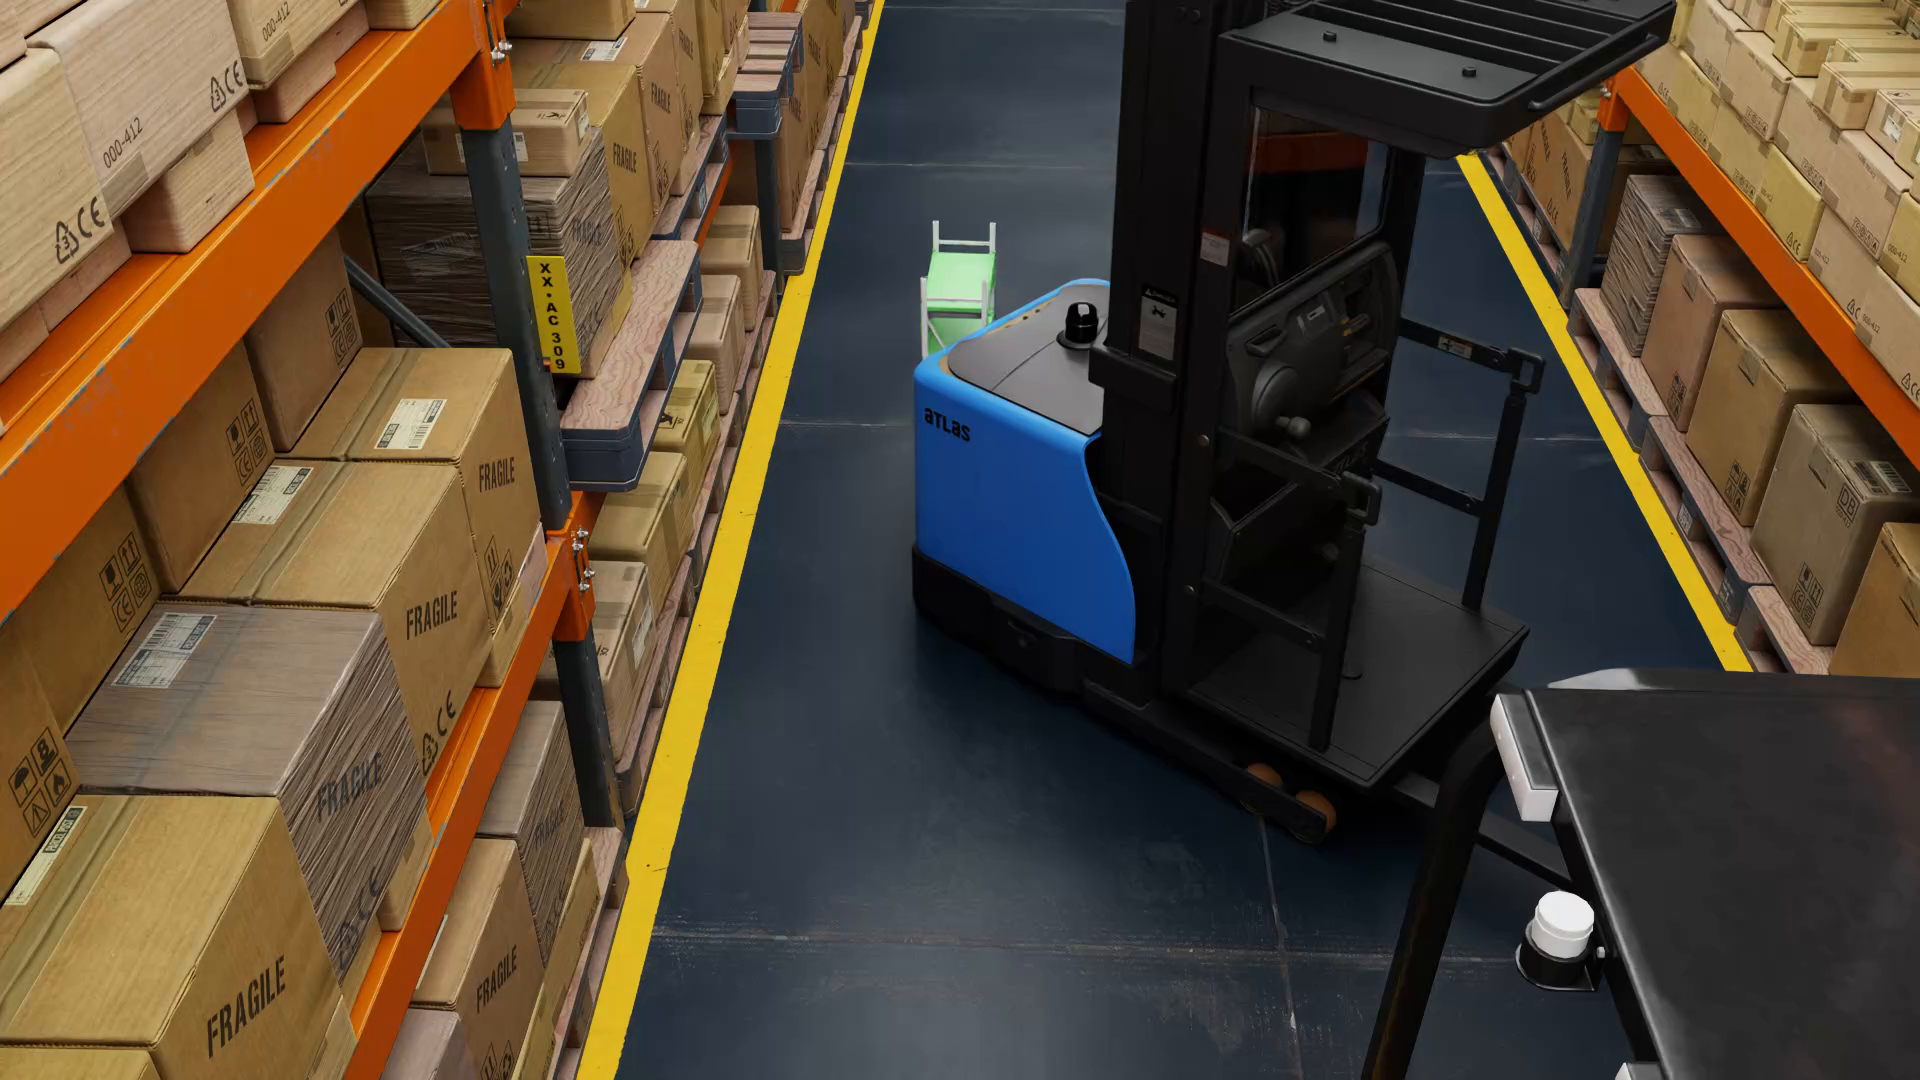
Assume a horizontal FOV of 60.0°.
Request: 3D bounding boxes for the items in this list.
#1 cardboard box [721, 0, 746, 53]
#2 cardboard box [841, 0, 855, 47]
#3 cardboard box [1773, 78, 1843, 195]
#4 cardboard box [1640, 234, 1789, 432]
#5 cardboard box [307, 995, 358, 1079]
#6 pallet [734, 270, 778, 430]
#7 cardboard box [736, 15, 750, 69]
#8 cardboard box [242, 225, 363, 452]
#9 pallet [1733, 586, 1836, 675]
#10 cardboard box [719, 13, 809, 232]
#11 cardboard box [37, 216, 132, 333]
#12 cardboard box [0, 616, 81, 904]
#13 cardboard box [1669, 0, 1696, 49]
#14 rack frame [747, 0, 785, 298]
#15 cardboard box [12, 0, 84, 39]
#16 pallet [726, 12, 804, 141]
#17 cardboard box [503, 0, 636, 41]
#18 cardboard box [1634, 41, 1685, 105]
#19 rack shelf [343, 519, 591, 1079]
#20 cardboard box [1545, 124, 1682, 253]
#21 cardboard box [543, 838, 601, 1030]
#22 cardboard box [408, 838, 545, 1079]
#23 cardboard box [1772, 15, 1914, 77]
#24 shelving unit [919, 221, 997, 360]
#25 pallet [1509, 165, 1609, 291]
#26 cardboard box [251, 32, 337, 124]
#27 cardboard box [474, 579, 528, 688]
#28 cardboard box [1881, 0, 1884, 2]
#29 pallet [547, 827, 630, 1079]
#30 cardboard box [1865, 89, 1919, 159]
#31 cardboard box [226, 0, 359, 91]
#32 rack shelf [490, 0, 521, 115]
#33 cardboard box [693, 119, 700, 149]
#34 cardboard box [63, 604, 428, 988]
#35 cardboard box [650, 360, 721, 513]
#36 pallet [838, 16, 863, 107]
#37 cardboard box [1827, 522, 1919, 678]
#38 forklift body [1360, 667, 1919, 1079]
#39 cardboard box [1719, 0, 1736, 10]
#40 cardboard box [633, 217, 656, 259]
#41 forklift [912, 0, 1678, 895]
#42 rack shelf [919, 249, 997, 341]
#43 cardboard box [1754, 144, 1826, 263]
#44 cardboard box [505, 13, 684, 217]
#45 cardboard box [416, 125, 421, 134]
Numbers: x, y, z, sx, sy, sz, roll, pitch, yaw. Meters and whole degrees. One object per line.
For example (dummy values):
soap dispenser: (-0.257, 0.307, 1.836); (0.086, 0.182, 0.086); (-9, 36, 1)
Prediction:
cardboard box: (-1.158, -2.287, 6.684); (0.500, 0.500, 0.500); (1, 35, 1)
cardboard box: (-1.192, -3.760, 10.974); (0.875, 0.875, 0.875); (2, 35, 3)
cardboard box: (3.234, -1.417, 5.853); (0.500, 0.250, 0.500); (2, 35, 3)
cardboard box: (3.495, -0.871, 7.081); (0.875, 0.625, 0.625); (2, 35, 3)
cardboard box: (-1.329, 0.954, 3.002); (0.380, 0.149, 0.250); (2, 35, 2)
pallet: (-1.441, -0.927, 7.886); (1.003, 0.211, 1.213); (1, 35, 2)
cardboard box: (-1.090, -2.091, 6.970); (0.380, 0.149, 0.250); (1, 35, 1)
cardboard box: (-1.803, -0.543, 3.699); (0.700, 0.500, 0.500); (1, 35, 1)
pallet: (3.382, 0.610, 5.698); (1.003, 0.211, 1.213); (1, 35, 2)
cardboard box: (-1.297, -2.215, 8.775); (0.875, 0.875, 0.875); (1, 35, 1)
cardboard box: (-1.427, -0.417, 2.345); (0.380, 0.149, 0.250); (2, 35, 3)
cardboard box: (-1.823, 0.339, 2.443); (0.700, 0.500, 0.500); (1, 35, 2)
cardboard box: (3.265, -2.299, 7.108); (0.500, 0.250, 0.500); (1, 35, 2)
rack frame: (-1.408, -2.517, 7.723); (1.000, 3.000, 0.127); (1, 35, 2)
cardboard box: (-1.348, -0.736, 2.104); (0.380, 0.149, 0.250); (2, 35, 2)
pallet: (-1.330, -2.027, 7.192); (1.213, 0.211, 1.003); (1, 35, 2)
cardboard box: (-1.256, -1.708, 5.296); (0.380, 0.149, 0.250); (3, 35, 5)
cardboard box: (3.290, -2.094, 7.251); (0.500, 0.250, 0.500); (1, 35, 2)
rack shelf: (-1.649, 1.224, 3.025); (1.077, 0.370, 4.000); (1, 35, 2)
cardboard box: (3.354, -1.802, 8.514); (0.500, 0.500, 0.500); (2, 35, 3)
cardboard box: (-1.324, 1.080, 4.631); (0.500, 0.250, 0.500); (3, 35, 4)
cardboard box: (-1.343, 1.066, 3.999); (0.500, 0.500, 0.500); (2, 35, 3)
cardboard box: (3.203, -1.793, 6.041); (0.380, 0.149, 0.250); (2, 35, 3)
shelving unit: (-0.002, -0.590, 6.545); (0.258, 1.200, 0.503); (2, 35, 4)
pallet: (3.619, -1.692, 8.974); (1.003, 0.211, 1.213); (1, 35, 2)
cardboard box: (-1.361, -0.865, 2.981); (0.380, 0.149, 0.250); (2, 35, 2)
cardboard box: (-1.280, 0.219, 4.048); (0.380, 0.149, 0.250); (2, 35, 3)
cardboard box: (3.771, -2.219, 6.648); (0.380, 0.149, 0.250); (1, 35, 2)
pallet: (-1.560, 1.308, 4.705); (1.003, 0.211, 1.213); (1, 35, 2)
cardboard box: (3.205, -1.349, 5.410); (0.380, 0.149, 0.250); (2, 35, 2)
cardboard box: (-1.337, -0.957, 2.765); (0.500, 0.250, 0.500); (1, 35, 1)
rack shelf: (-1.488, -2.301, 5.432); (1.077, 0.370, 4.000); (1, 35, 2)
cardboard box: (-1.169, -1.500, 6.130); (0.380, 0.149, 0.250); (0, 35, 0)
cardboard box: (-1.368, 0.473, 3.122); (0.500, 0.500, 0.500); (2, 35, 3)
cardboard box: (-1.499, -0.430, 6.673); (0.950, 0.372, 0.625); (2, 35, 3)
pallet: (-1.203, -3.229, 11.162); (1.003, 0.211, 1.213); (1, 35, 2)
cardboard box: (3.401, 0.393, 5.282); (0.875, 0.625, 0.625); (3, 35, 4)
forklift body: (1.484, 1.407, 2.877); (2.313, 2.155, 1.214); (1, 35, 2)
cardboard box: (3.250, -2.233, 6.668); (0.380, 0.149, 0.250); (2, 35, 3)
cardboard box: (-1.225, -1.053, 5.493); (0.380, 0.149, 0.250); (2, 35, 3)
forklift: (1.253, -0.567, 5.008); (3.031, 2.935, 1.130); (27, 43, 33)
rack shelf: (-0.002, -0.930, 6.306); (0.258, 0.148, 0.480); (2, 35, 4)
cardboard box: (3.228, -1.211, 5.995); (0.500, 0.250, 0.500); (2, 35, 3)
cardboard box: (-1.210, -1.388, 5.405); (0.500, 0.500, 0.500); (1, 35, 2)
cardboard box: (-1.761, -1.109, 5.009); (0.500, 0.500, 0.500); (2, 35, 2)
